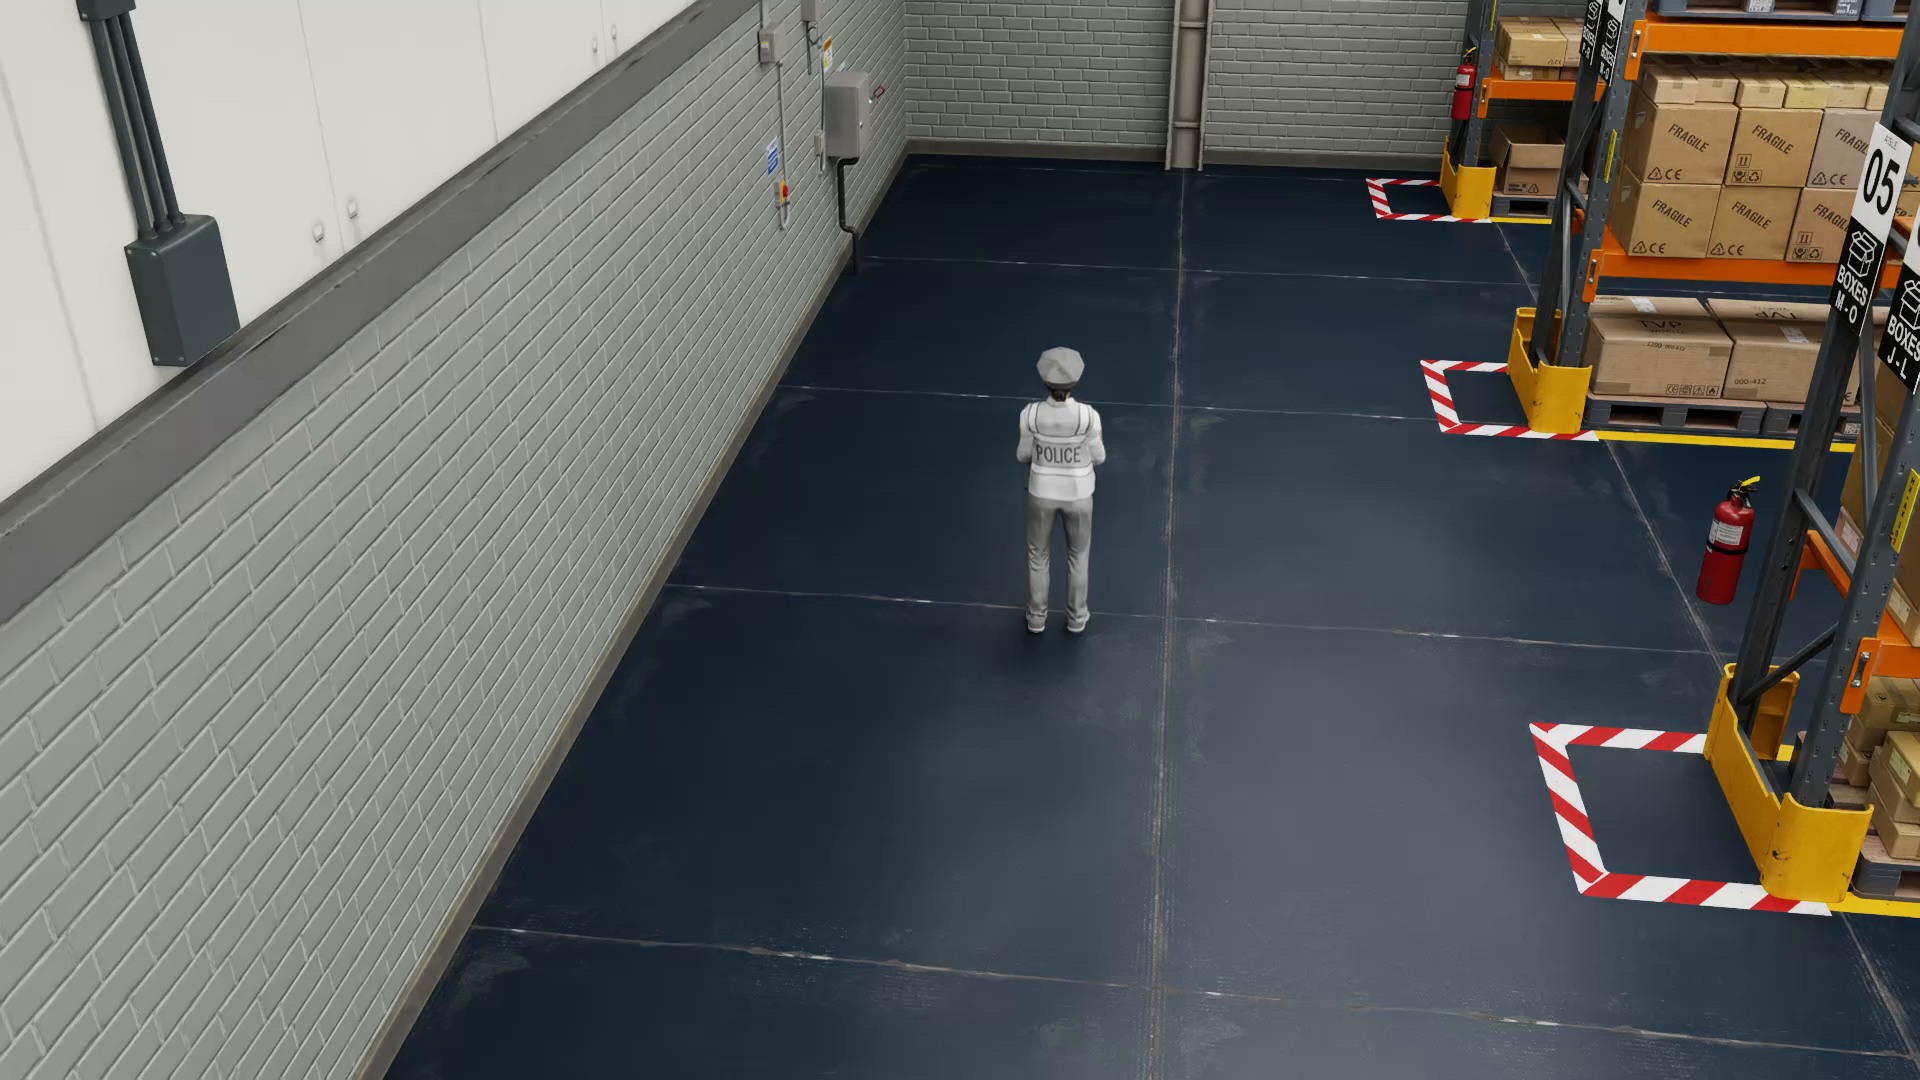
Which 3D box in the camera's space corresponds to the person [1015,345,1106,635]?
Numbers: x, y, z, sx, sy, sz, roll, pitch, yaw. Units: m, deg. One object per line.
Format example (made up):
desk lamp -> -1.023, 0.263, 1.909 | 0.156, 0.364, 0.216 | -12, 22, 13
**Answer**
person -> 0.547, -0.284, 9.113 | 0.489, 1.692, 0.489 | 3, 29, 6
